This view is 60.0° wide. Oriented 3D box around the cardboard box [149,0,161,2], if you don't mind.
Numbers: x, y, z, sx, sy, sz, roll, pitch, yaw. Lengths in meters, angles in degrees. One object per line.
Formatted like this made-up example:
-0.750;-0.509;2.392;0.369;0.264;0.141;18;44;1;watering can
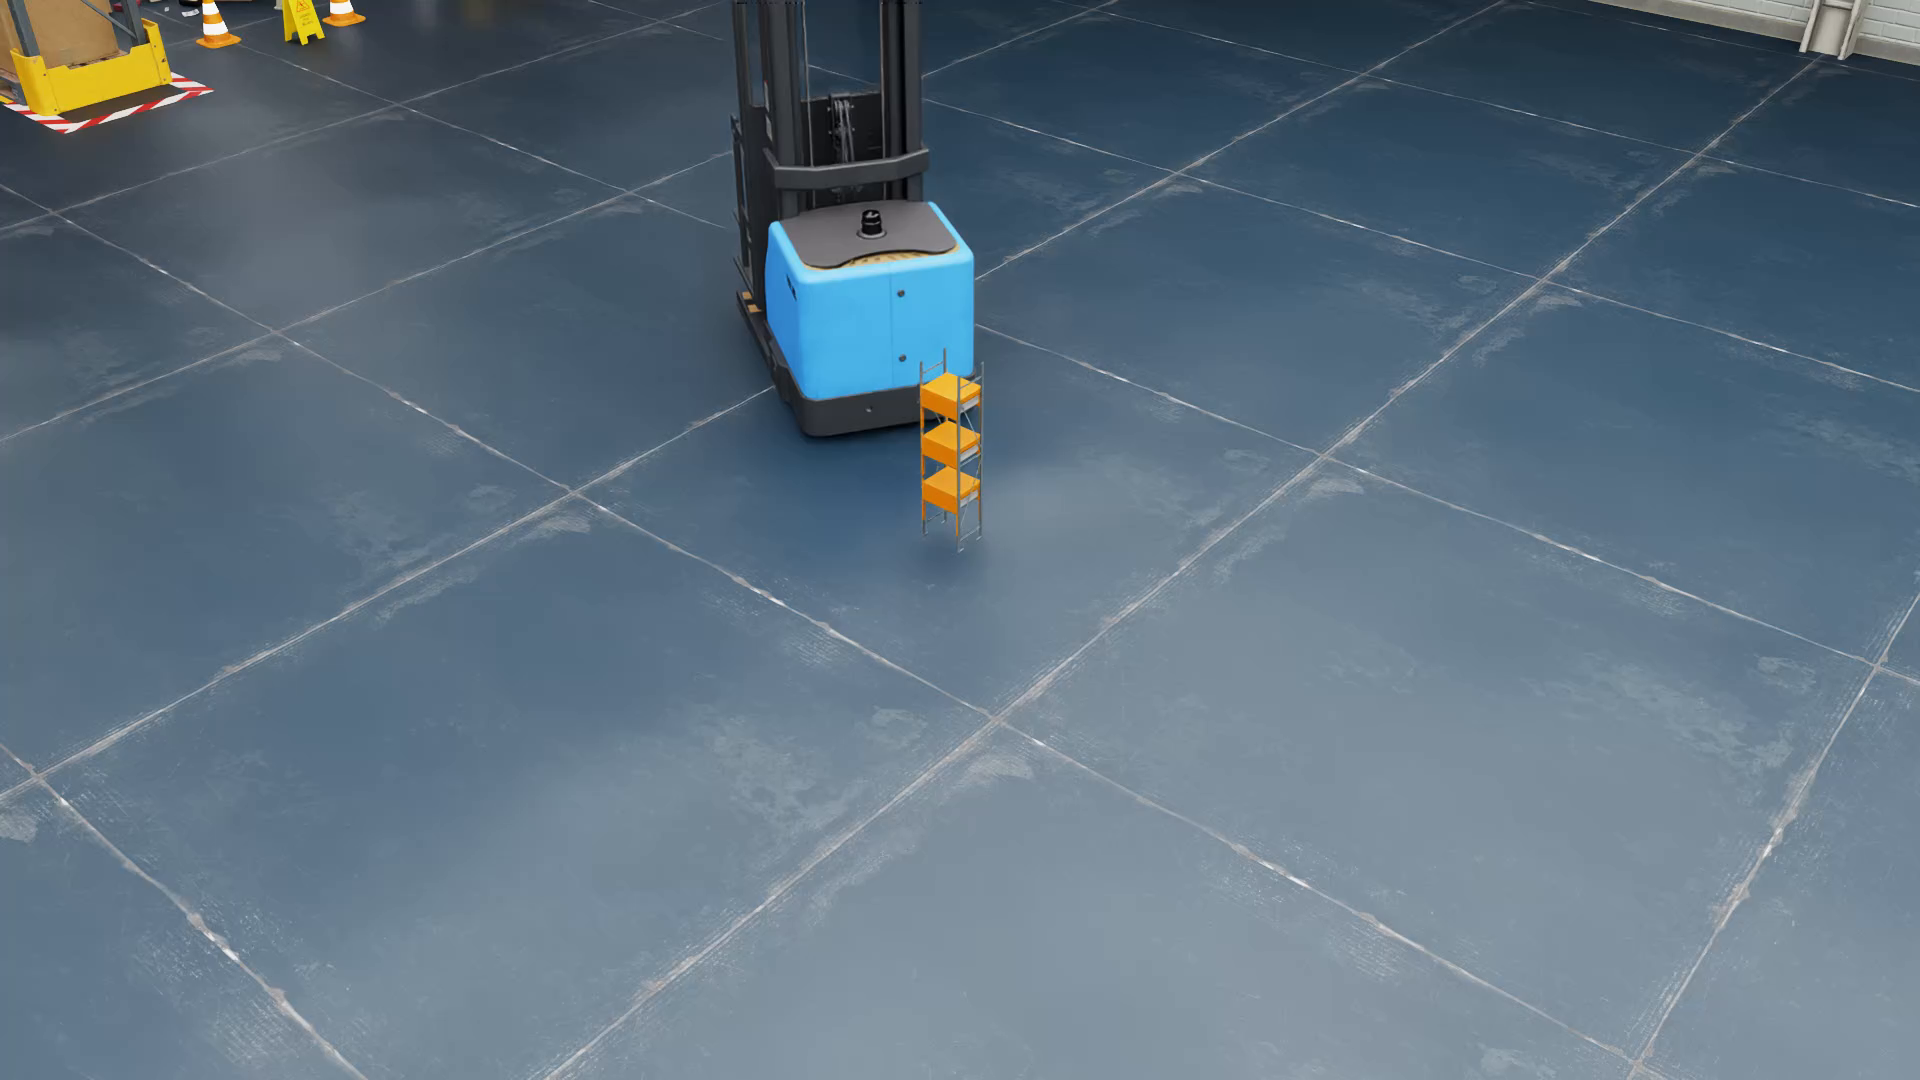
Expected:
-8.061;-5.624;16.786;0.396;0.266;0.258;-26;42;-32;cardboard box

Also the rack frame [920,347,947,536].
-0.135;-0.496;8.628;0.008;1.050;0.200;25;42;32;rack frame

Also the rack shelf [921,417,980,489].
-0.041;-0.443;8.569;0.240;0.259;0.215;25;42;32;rack shelf

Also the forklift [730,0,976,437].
-0.836;-2.635;10.080;1.130;2.935;3.031;-10;36;-14;forklift

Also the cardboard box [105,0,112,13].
-8.710;-5.427;16.291;0.500;0.500;0.500;-26;42;-32;cardboard box

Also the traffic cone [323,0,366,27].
-6.001;-5.256;16.077;0.334;0.463;0.336;25;42;32;traffic cone

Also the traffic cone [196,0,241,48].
-6.985;-4.888;15.540;0.334;0.463;0.336;25;42;32;traffic cone

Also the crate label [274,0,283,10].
-6.645;-5.380;16.545;0.298;0.136;0.250;6;35;8;crate label

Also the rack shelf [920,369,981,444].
-0.041;-0.677;8.409;0.240;0.259;0.215;25;42;32;rack shelf

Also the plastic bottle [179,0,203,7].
-7.704;-5.386;16.621;0.283;0.061;0.133;12;36;16;plastic bottle

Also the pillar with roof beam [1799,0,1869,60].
5.286;-6.372;10.162;0.400;9.000;9.100;25;42;32;pillar with roof beam

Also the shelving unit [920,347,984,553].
-0.041;-0.452;8.563;0.252;1.050;0.215;25;42;32;shelving unit

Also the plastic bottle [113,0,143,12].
-8.266;-5.328;16.536;0.133;0.061;0.283;12;36;16;plastic bottle

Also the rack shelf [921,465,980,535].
-0.041;-0.214;8.727;0.240;0.259;0.215;25;42;32;rack shelf

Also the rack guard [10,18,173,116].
-7.467;-4.084;14.337;0.348;0.500;1.175;25;42;32;rack guard

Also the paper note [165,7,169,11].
-7.864;-5.262;16.486;0.032;0.001;0.123;-12;36;-17;paper note

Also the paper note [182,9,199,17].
-7.573;-5.190;16.364;0.144;0.017;0.142;-18;38;-25;paper note

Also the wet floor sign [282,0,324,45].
-6.197;-5.004;15.548;0.232;0.644;0.267;18;38;24;wet floor sign

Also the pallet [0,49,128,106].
-8.150;-4.229;14.804;1.213;0.211;1.003;25;42;32;pallet

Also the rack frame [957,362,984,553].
0.053;-0.408;8.499;0.008;1.050;0.200;25;42;32;rack frame

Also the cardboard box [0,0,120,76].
-8.049;-4.637;14.441;0.875;0.875;0.875;26;42;32;cardboard box

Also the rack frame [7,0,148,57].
-7.486;-5.123;13.643;0.127;3.000;1.000;25;42;32;rack frame
